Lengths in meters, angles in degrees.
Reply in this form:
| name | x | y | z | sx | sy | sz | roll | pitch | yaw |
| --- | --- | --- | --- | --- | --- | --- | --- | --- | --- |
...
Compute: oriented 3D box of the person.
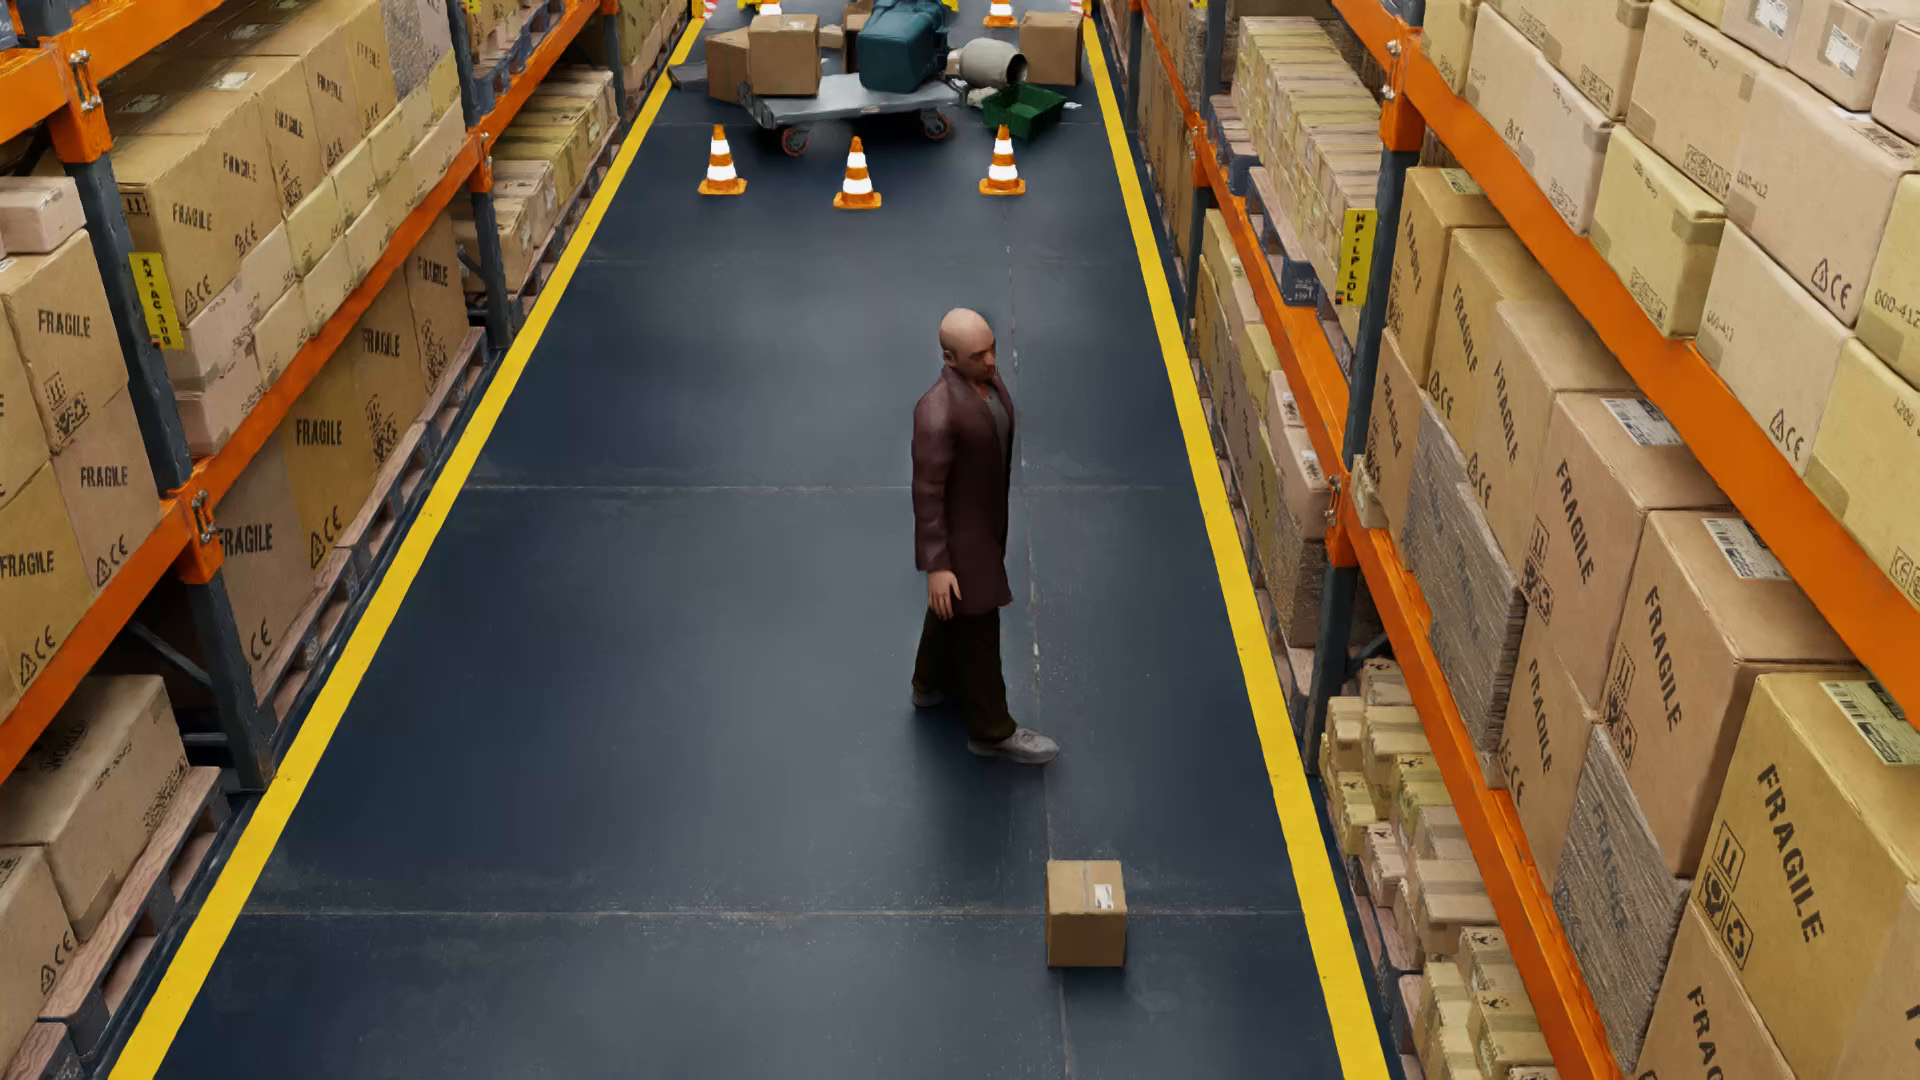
| name | x | y | z | sx | sy | sz | roll | pitch | yaw |
| --- | --- | --- | --- | --- | --- | --- | --- | --- | --- |
| person | 0.092 | -0.004 | 6.108 | 0.678 | 1.774 | 0.774 | 9 | 32 | 14 |
